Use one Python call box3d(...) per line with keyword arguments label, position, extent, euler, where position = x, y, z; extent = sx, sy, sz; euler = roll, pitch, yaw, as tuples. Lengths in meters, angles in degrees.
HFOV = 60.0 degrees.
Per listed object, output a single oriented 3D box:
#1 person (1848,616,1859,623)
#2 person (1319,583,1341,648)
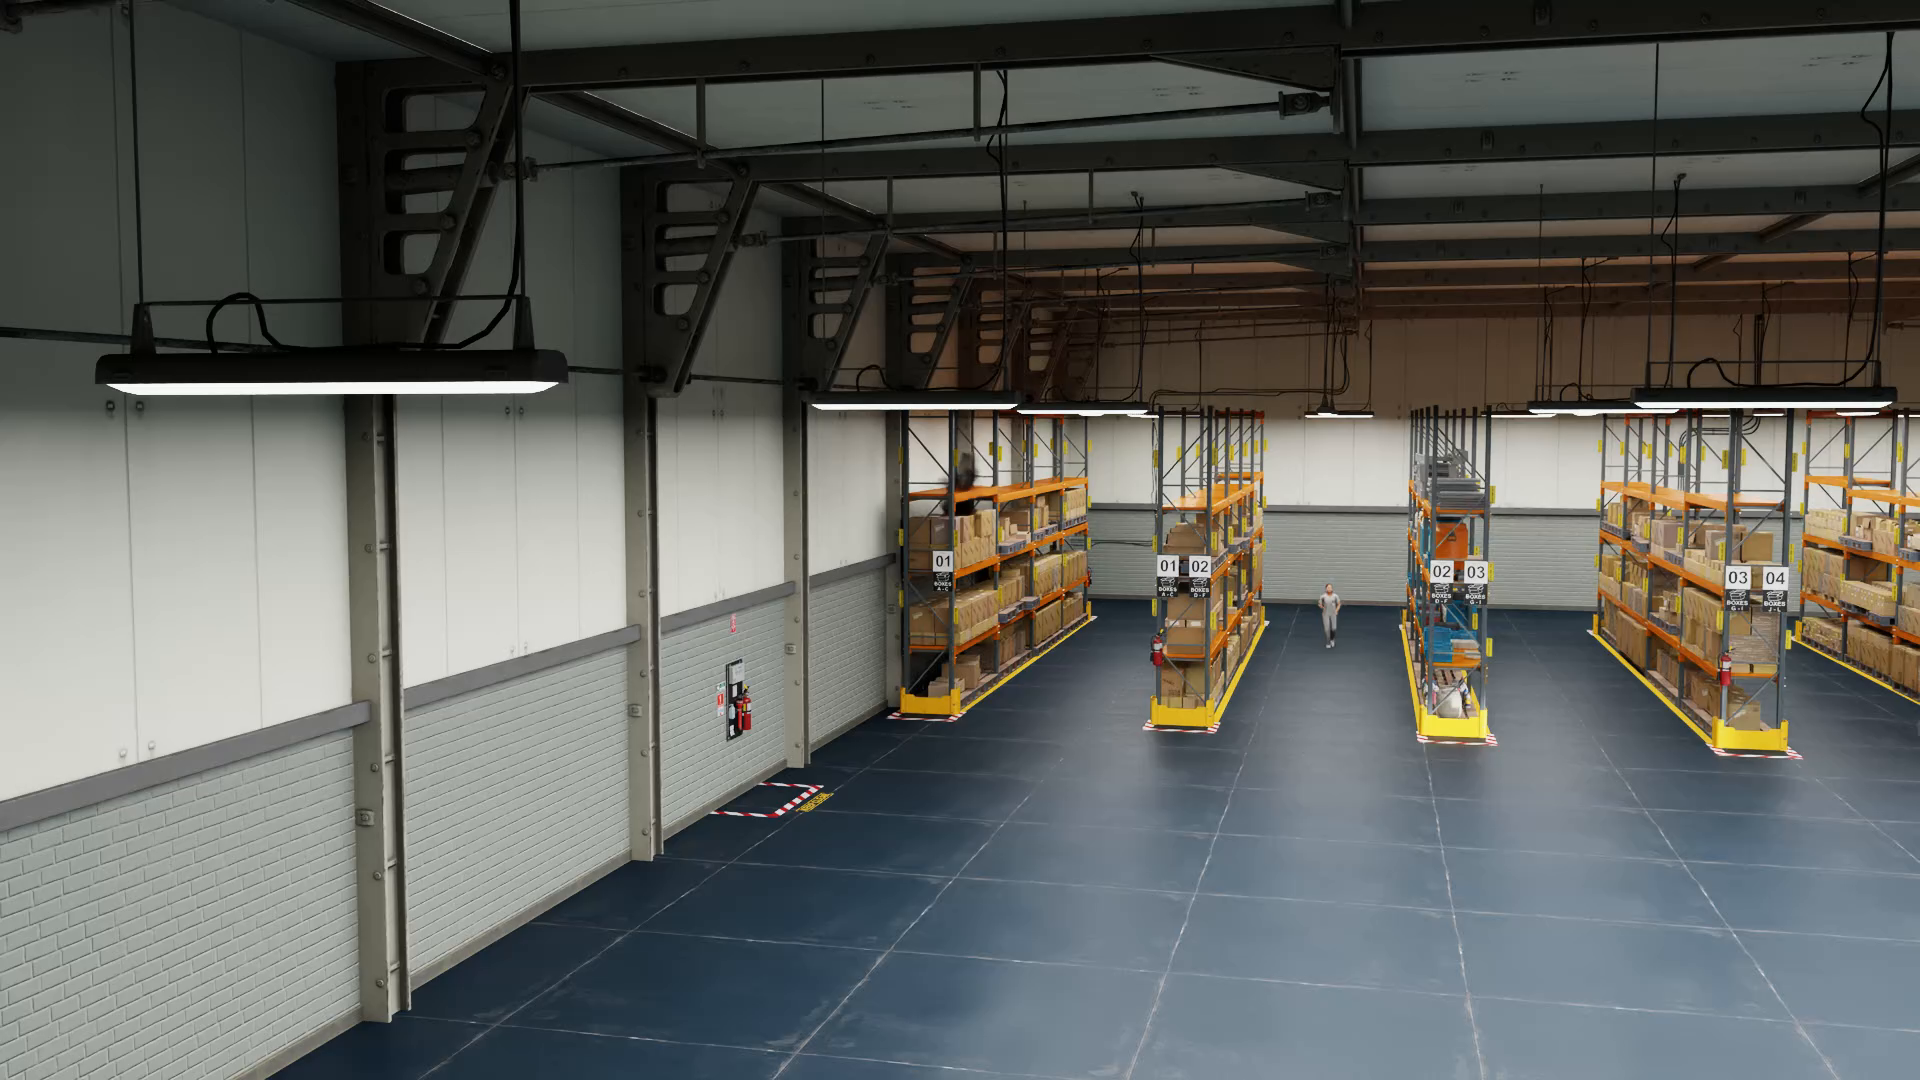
box3d(label="person", position=(23.504, 1.723, 43.894), extent=(0.675, 1.781, 0.706), euler=(-3, 5, -32))
box3d(label="person", position=(9.278, 1.908, 41.723), extent=(0.555, 1.626, 0.556), euler=(1, 4, 10))
